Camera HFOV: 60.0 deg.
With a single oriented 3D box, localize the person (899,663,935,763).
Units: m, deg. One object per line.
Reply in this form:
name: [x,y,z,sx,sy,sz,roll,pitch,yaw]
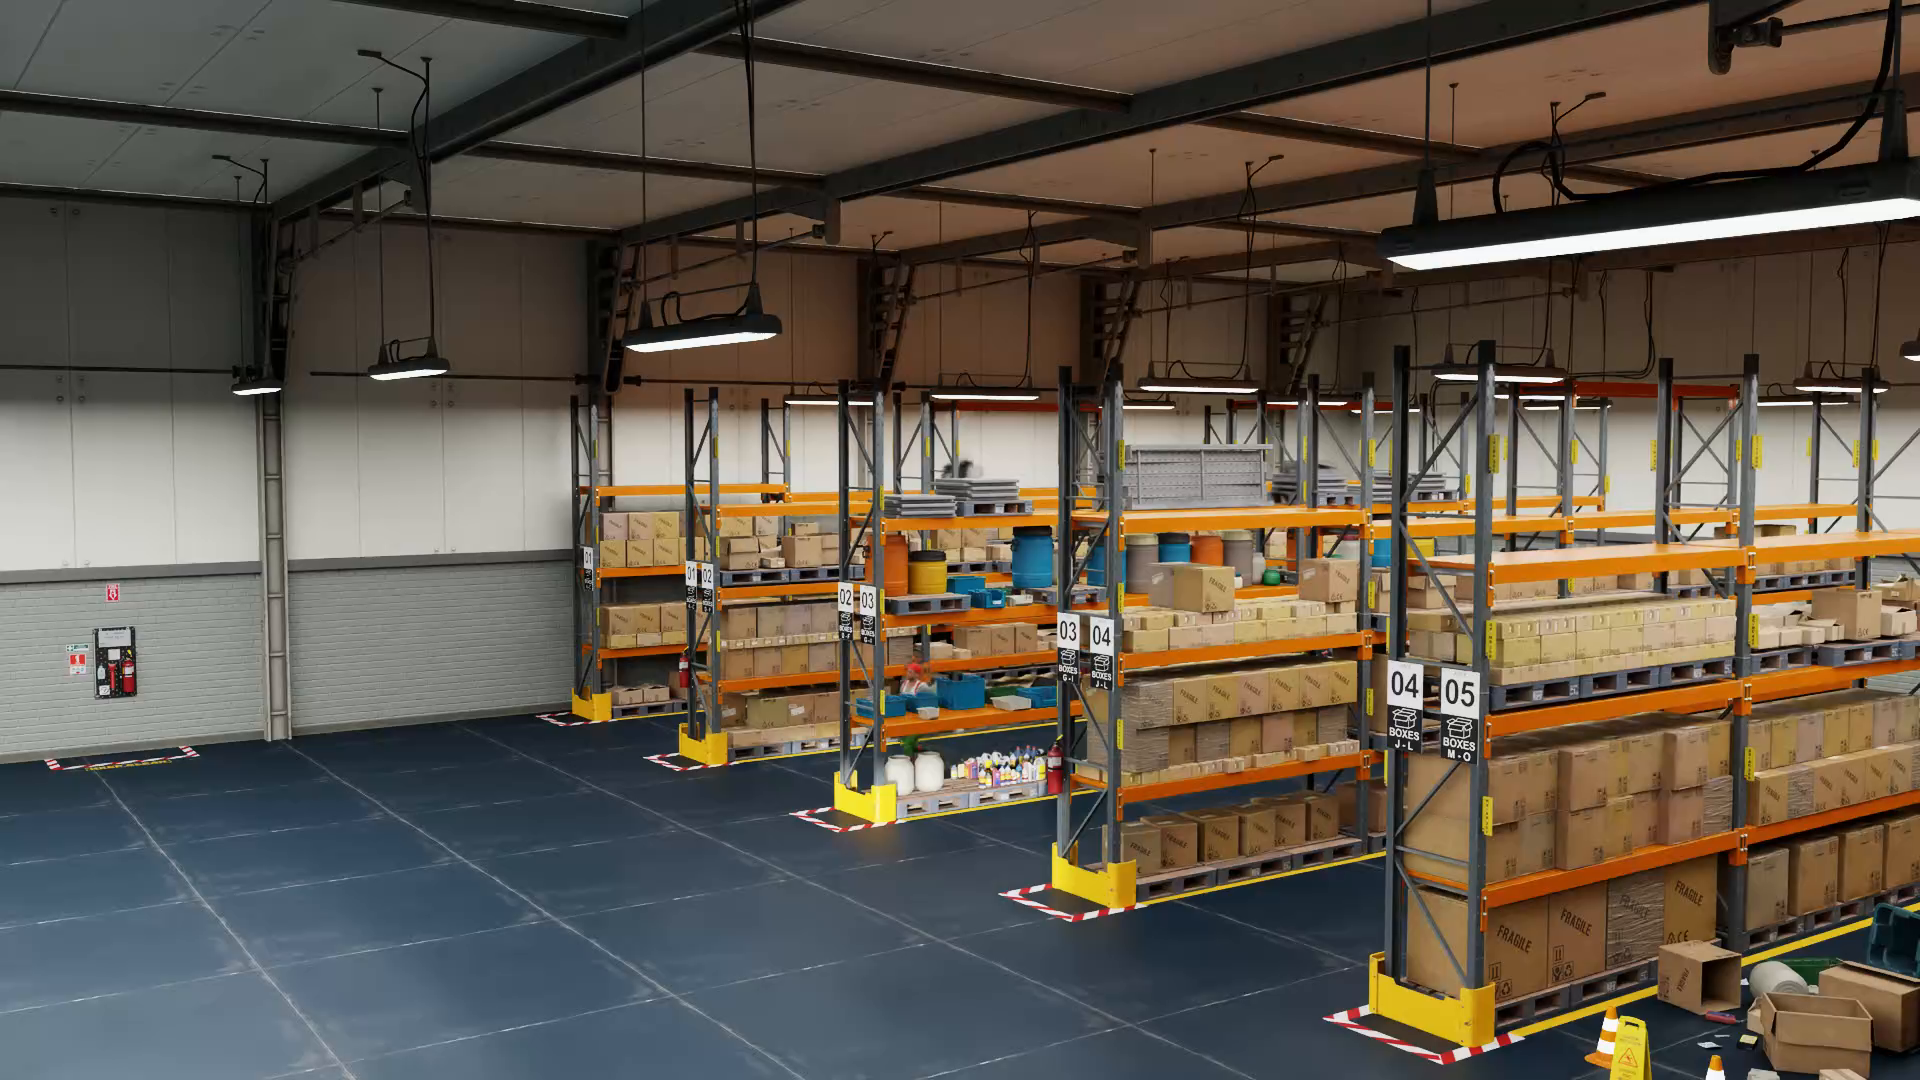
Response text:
person: [-0.685,2.747,25.341,0.847,1.765,0.664,-3,5,-45]
